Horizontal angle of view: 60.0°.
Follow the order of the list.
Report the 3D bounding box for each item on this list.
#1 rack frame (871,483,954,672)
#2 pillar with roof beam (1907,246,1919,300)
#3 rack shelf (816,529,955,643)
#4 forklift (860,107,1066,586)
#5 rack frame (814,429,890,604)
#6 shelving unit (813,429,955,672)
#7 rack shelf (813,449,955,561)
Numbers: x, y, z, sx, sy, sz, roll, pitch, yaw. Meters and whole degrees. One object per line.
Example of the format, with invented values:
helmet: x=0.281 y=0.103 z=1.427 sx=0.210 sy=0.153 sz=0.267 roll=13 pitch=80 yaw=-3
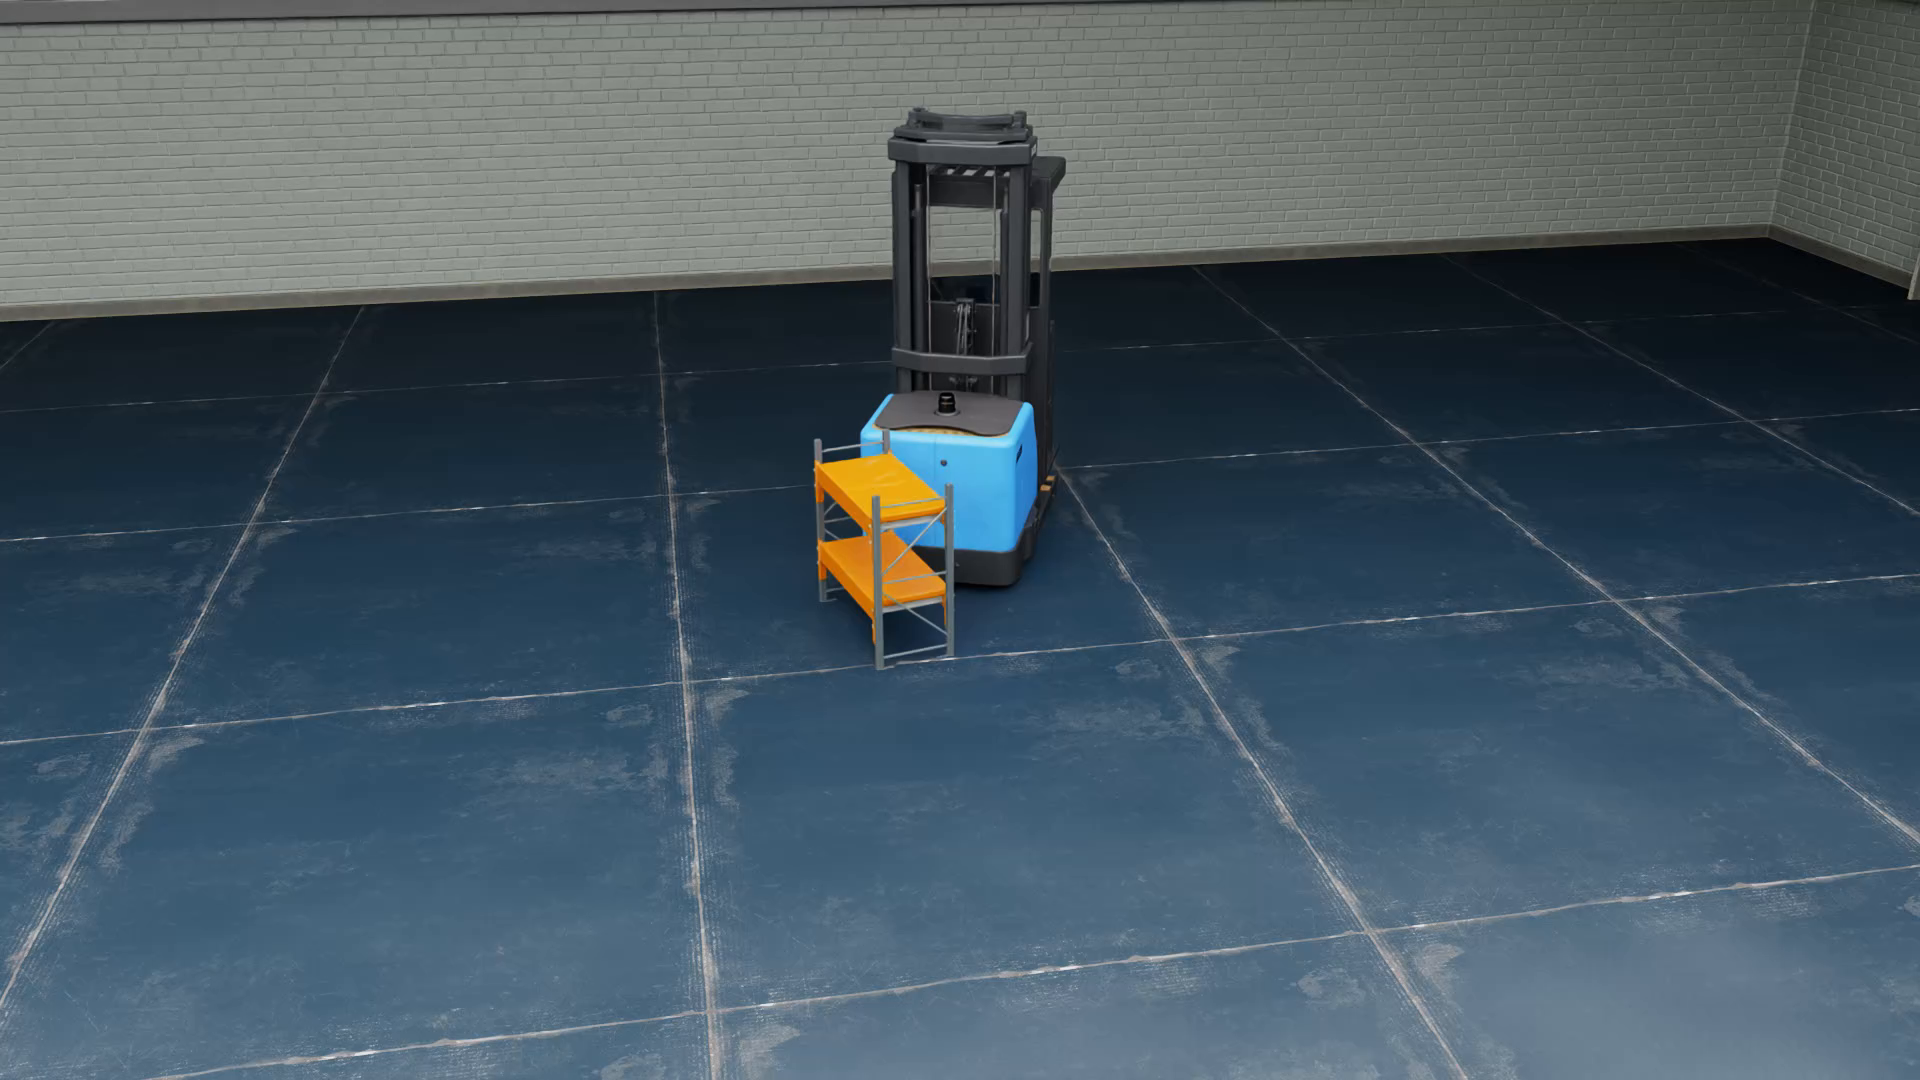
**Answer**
rack frame: x=-0.272 y=0.227 z=9.825 sx=0.500 sy=1.125 sz=0.032 roll=-10 pitch=25 yaw=-22
pillar with roof beam: x=5.986 y=-6.300 z=14.931 sx=9.100 sy=9.000 sz=0.400 roll=-4 pitch=24 yaw=-10
rack shelf: x=-0.476 y=0.265 z=10.349 sx=0.538 sy=0.278 sz=1.000 roll=-10 pitch=25 yaw=-22
forklift: x=0.127 y=-1.604 z=11.760 sx=1.130 sy=2.935 sz=3.031 roll=4 pitch=24 yaw=10
rack frame: x=-0.679 y=-0.146 z=10.678 sx=0.500 sy=1.125 sz=0.032 roll=-10 pitch=25 yaw=-22
shelving unit: x=-0.476 y=0.041 z=10.251 sx=0.538 sy=1.125 sz=1.048 roll=-10 pitch=25 yaw=-22
rack shelf: x=-0.476 y=-0.228 z=10.134 sx=0.538 sy=0.278 sz=1.000 roll=-10 pitch=25 yaw=-22
